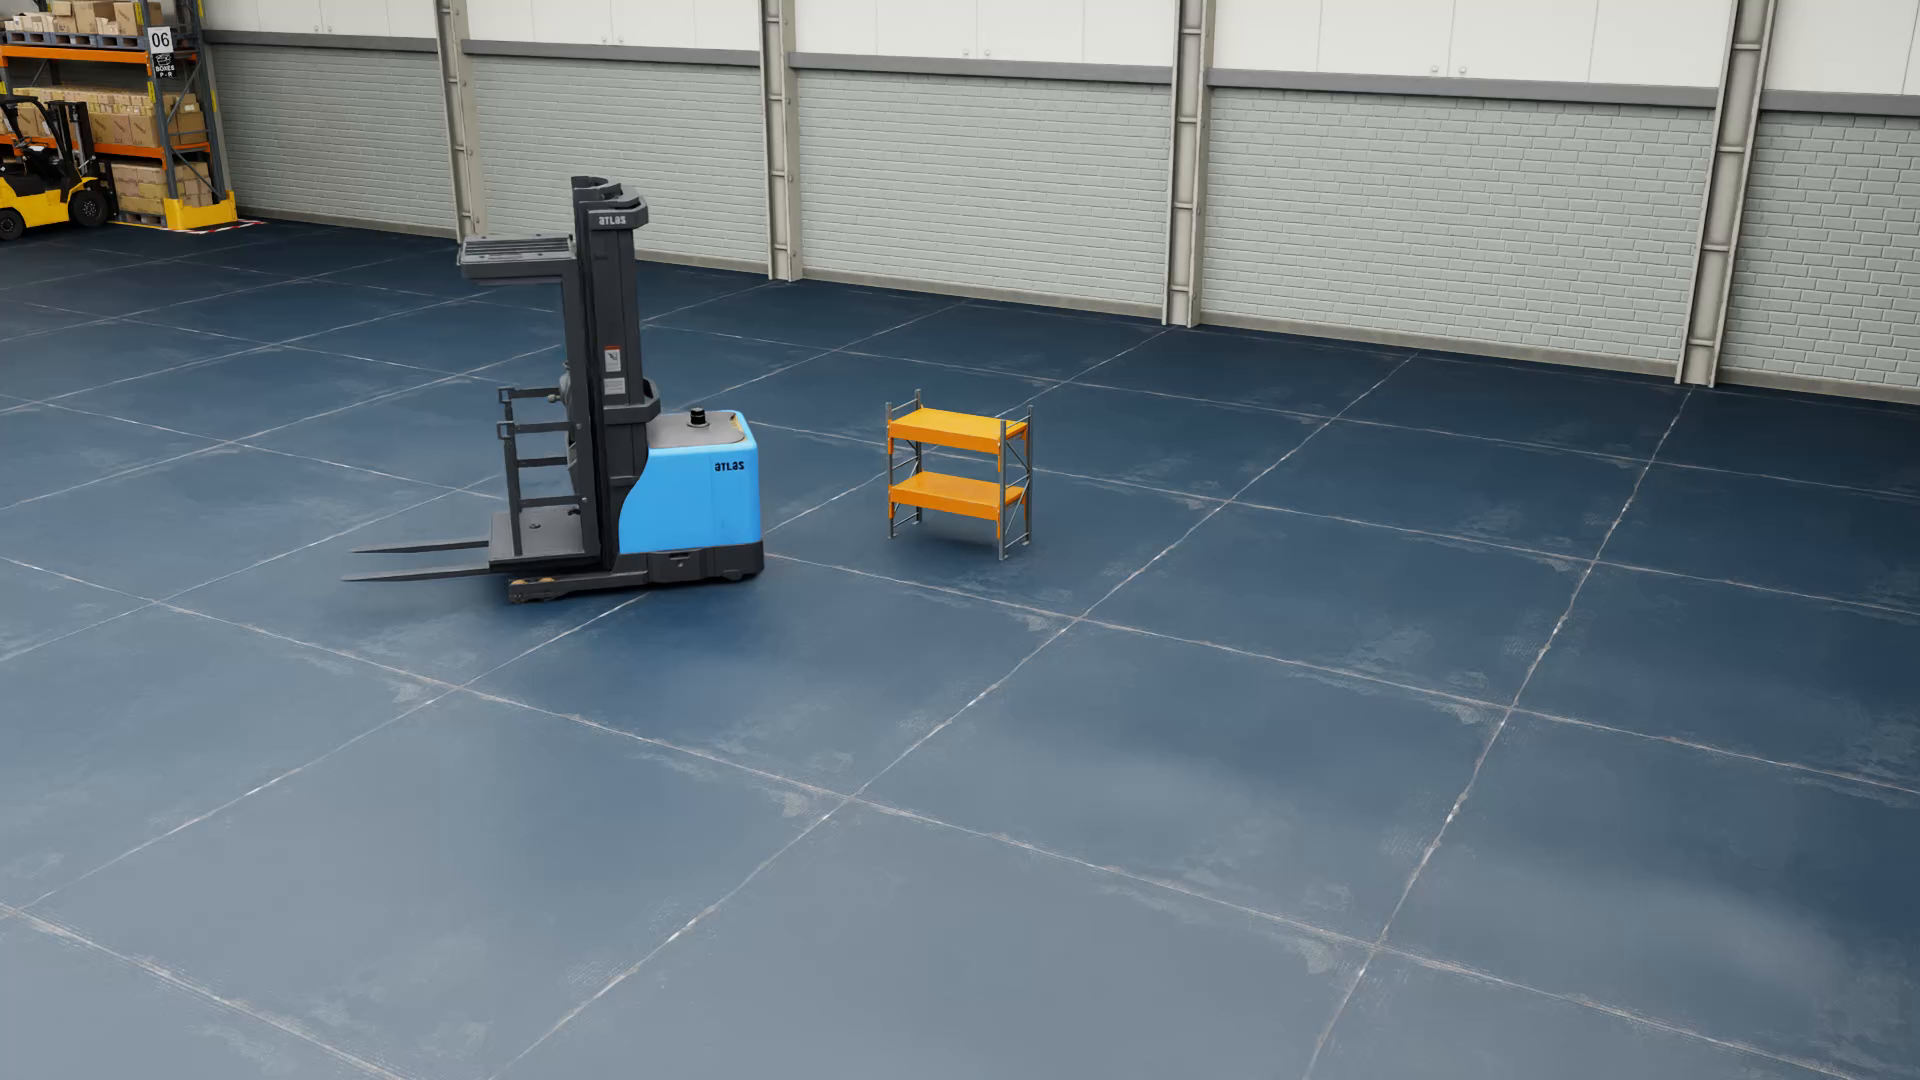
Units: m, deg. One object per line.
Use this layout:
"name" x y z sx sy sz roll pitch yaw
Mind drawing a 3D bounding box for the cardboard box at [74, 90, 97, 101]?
"cardboard box" -14.744 -7.523 28.171 0.250 0.149 0.380 11 23 28

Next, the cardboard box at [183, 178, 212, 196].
"cardboard box" -13.085 -6.014 28.228 0.500 0.250 0.500 11 23 28

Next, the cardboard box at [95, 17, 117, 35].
"cardboard box" -13.868 -8.415 27.200 0.258 0.266 0.396 11 23 27

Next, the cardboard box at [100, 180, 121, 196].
"cardboard box" -14.246 -6.028 28.267 0.500 0.250 0.500 10 22 26

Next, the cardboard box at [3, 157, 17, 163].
"cardboard box" -16.728 -6.564 29.928 0.625 0.625 0.875 12 23 30

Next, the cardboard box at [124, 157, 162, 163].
"cardboard box" -13.972 -6.413 28.597 0.500 0.250 0.500 11 22 27

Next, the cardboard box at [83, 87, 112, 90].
"cardboard box" -14.939 -7.762 28.829 0.250 0.149 0.380 10 22 26

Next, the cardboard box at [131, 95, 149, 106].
"cardboard box" -13.421 -7.254 27.431 0.250 0.149 0.380 11 23 27

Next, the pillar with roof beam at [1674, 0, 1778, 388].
"pillar with roof beam" 5.909 -4.665 13.030 0.400 9.000 9.100 11 23 27

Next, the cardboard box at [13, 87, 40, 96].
"cardboard box" -16.134 -7.750 28.796 0.250 0.149 0.380 11 23 28

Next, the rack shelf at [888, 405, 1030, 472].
"rack shelf" -0.006 -0.805 13.077 1.000 0.278 0.538 11 23 27

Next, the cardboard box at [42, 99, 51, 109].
"cardboard box" -15.470 -7.479 28.487 0.250 0.149 0.380 11 23 28

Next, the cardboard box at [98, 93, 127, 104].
"cardboard box" -14.126 -7.364 27.732 0.250 0.149 0.380 11 23 29

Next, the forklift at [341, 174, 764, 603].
"forklift" -3.052 -1.116 12.144 3.031 2.935 1.130 -5 21 -13

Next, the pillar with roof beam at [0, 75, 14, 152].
"pillar with roof beam" -20.281 -9.654 26.784 0.400 9.000 9.100 11 23 27

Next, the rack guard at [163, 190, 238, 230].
"rack guard" -12.754 -5.555 27.946 0.348 0.500 1.175 11 23 27

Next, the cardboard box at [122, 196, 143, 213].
"cardboard box" -13.769 -5.708 28.120 0.500 0.250 0.500 11 23 27

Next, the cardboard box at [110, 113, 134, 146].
"cardboard box" -13.781 -6.874 27.769 0.500 0.500 0.500 12 23 29

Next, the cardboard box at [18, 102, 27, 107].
"cardboard box" -16.117 -7.620 28.875 0.250 0.149 0.380 10 22 26

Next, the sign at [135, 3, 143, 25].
"sign" -13.052 -8.364 26.442 0.005 0.325 0.100 11 23 27

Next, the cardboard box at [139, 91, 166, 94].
"cardboard box" -13.623 -7.484 28.064 0.250 0.149 0.380 11 23 28

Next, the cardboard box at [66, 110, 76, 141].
"cardboard box" -15.102 -7.129 28.473 0.500 0.500 0.500 11 22 27

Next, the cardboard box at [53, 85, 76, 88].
"cardboard box" -15.643 -7.874 29.138 0.250 0.149 0.380 10 22 26

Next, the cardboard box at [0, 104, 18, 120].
"cardboard box" -16.821 -7.569 29.320 0.500 0.250 0.500 10 22 26

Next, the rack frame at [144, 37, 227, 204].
"rack frame" -12.775 -6.734 27.530 0.127 3.000 1.000 11 23 27

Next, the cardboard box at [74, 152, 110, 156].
"cardboard box" -15.294 -6.670 29.304 0.500 0.250 0.500 10 22 27

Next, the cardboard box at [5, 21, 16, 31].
"cardboard box" -16.024 -8.771 28.352 0.250 0.149 0.380 11 23 28

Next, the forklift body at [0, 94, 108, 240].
"forklift body" -15.321 -6.107 27.047 1.214 2.155 2.313 11 23 27

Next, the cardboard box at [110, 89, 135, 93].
"cardboard box" -14.301 -7.611 28.414 0.250 0.149 0.380 11 23 28

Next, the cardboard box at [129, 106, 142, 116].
"cardboard box" -13.452 -7.094 27.425 0.250 0.149 0.380 11 23 28

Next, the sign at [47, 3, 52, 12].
"sign" -15.998 -9.255 29.207 0.005 0.325 0.100 11 23 27

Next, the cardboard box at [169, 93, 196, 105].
"cardboard box" -12.964 -7.345 27.681 0.250 0.149 0.380 10 22 26

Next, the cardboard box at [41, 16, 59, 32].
"cardboard box" -15.120 -8.653 27.857 0.258 0.266 0.396 10 22 26

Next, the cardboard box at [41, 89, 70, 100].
"cardboard box" -15.460 -7.620 28.439 0.250 0.149 0.380 11 23 28

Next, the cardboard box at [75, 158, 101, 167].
"cardboard box" -15.117 -6.433 28.650 0.500 0.250 0.500 12 23 29

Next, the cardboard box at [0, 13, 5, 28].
"cardboard box" -17.018 -9.060 28.911 0.500 0.311 0.500 10 22 26

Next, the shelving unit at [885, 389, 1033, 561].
"shelving unit" -0.006 -0.530 13.176 1.048 1.125 0.538 11 23 27

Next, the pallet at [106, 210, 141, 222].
"pallet" -14.524 -5.741 28.882 1.213 0.211 1.003 11 23 27

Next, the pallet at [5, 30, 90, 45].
"pallet" -15.510 -8.634 28.498 1.213 0.211 1.003 11 23 27

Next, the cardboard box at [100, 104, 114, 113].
"cardboard box" -14.116 -7.230 27.800 0.250 0.149 0.380 10 22 26

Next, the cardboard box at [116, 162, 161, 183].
"cardboard box" -13.778 -6.176 27.942 0.500 0.250 0.500 11 23 28
